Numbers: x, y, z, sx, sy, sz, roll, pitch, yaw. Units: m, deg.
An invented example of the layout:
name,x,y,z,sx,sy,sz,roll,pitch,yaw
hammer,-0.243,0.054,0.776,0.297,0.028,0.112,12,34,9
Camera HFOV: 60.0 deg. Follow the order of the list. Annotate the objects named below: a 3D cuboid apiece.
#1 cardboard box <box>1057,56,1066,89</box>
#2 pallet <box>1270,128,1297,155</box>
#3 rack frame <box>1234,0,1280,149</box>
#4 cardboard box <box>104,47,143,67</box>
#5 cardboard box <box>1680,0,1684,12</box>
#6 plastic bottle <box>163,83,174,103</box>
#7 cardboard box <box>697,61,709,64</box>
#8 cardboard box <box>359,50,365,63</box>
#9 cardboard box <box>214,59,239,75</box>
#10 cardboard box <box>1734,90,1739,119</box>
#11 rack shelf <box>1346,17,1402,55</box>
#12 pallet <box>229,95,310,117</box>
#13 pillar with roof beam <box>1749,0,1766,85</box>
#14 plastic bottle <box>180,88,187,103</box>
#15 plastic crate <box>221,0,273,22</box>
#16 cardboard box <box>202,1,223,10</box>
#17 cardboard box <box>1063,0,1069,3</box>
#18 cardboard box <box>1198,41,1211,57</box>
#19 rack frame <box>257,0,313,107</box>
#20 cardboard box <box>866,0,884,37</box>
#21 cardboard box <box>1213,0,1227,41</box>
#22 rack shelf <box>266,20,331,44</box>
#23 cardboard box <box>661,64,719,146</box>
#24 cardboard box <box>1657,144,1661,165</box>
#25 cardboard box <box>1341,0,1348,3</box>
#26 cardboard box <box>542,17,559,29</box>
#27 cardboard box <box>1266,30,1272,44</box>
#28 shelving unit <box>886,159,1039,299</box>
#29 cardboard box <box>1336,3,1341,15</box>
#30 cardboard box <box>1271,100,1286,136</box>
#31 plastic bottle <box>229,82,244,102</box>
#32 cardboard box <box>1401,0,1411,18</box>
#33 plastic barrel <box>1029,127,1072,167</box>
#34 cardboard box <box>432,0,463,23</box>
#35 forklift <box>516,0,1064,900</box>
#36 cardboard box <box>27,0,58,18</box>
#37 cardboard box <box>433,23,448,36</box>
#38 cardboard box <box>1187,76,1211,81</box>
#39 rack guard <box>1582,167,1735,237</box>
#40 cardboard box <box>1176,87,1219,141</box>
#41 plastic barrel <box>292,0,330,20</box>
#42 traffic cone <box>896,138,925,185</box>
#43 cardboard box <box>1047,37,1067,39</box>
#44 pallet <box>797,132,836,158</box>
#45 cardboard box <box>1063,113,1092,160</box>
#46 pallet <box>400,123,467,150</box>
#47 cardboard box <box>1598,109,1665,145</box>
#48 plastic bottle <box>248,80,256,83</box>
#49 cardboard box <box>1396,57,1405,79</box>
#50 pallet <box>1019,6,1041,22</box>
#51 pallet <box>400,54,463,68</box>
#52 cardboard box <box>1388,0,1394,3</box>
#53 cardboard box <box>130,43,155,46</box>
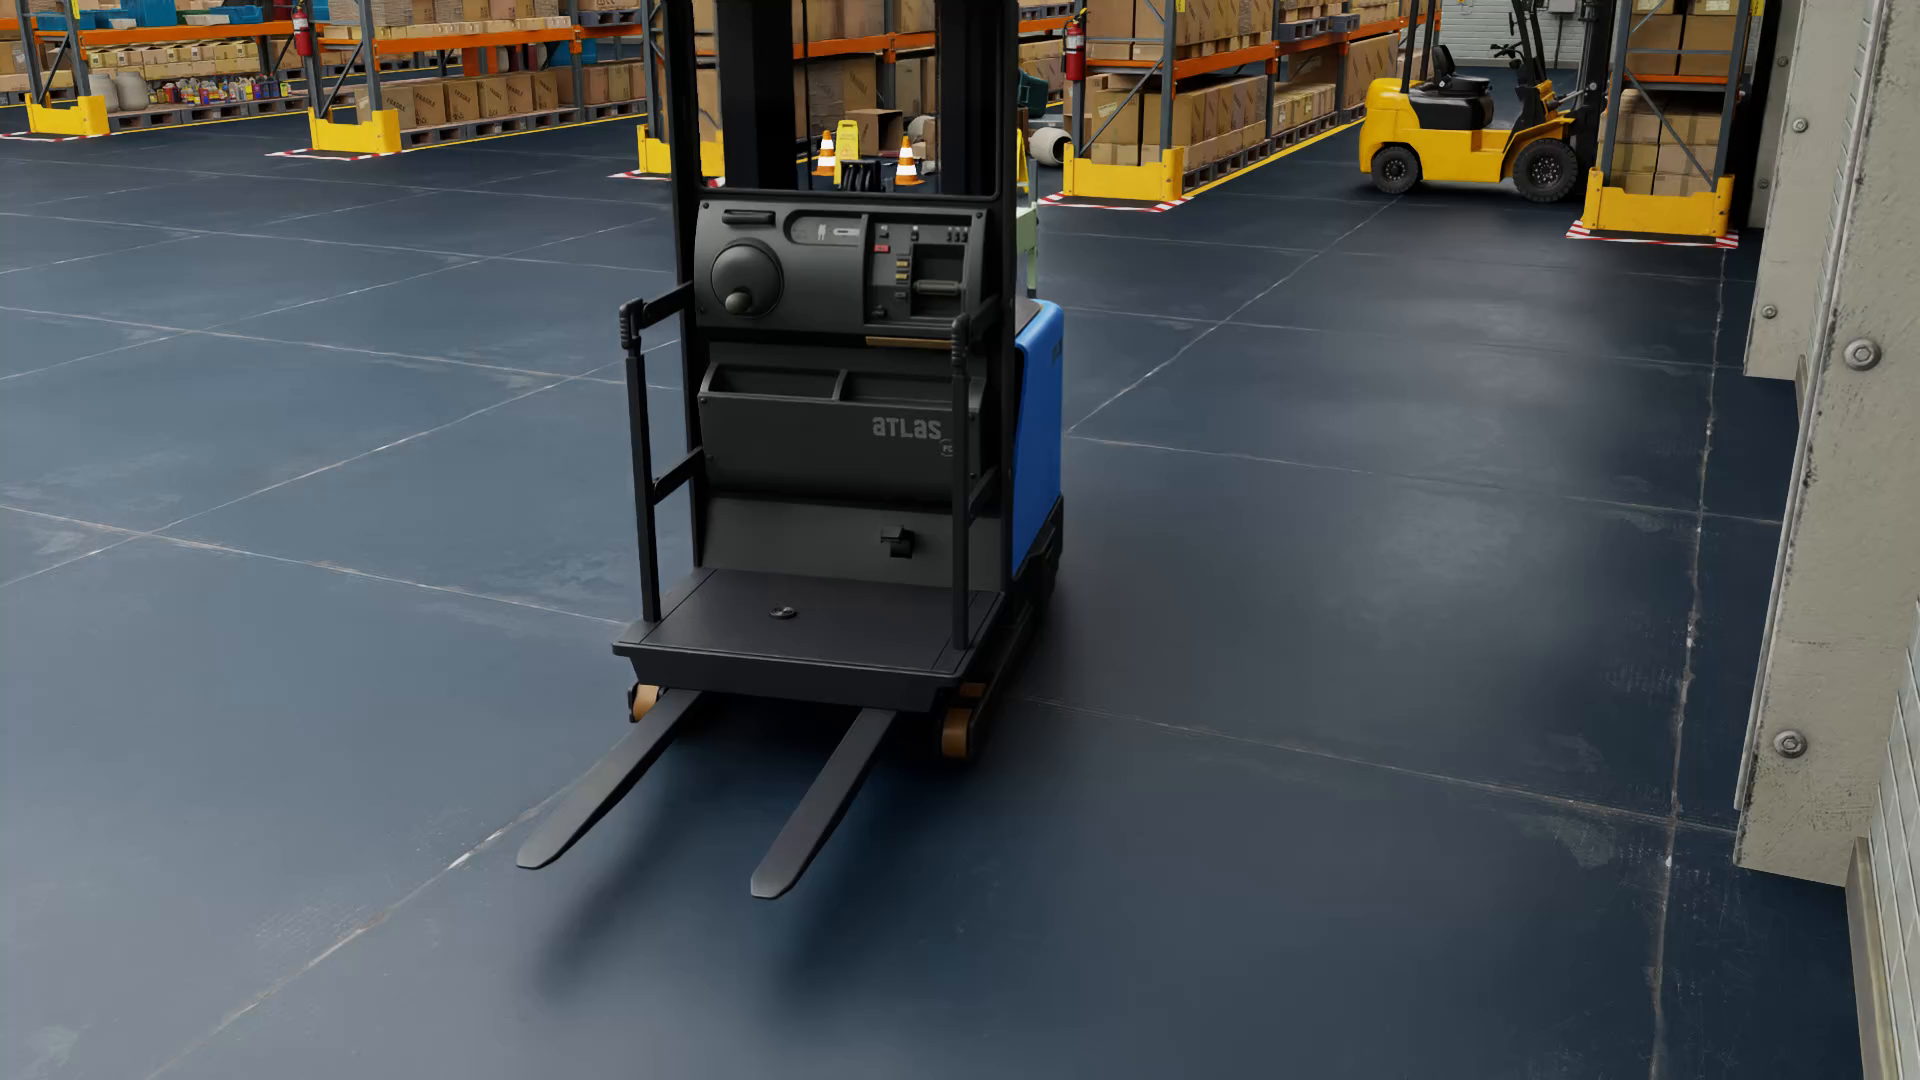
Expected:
name,x,y,z,sx,sy,sz,roll,pitch,yaw
cardboard box,1.448,-7.596,26.954,0.500,0.500,0.500,8,21,22
pallet,3.545,-4.980,20.656,1.003,0.211,1.213,9,21,23
rack frame,3.227,-6.055,19.519,1.000,3.000,0.127,9,21,23
cardboard box,-14.244,-8.187,28.152,0.500,0.311,0.500,8,21,22
cardboard box,6.357,-4.877,15.089,0.380,0.149,0.250,8,21,22
plastic bottle,-11.490,-6.491,24.152,0.152,0.276,0.135,9,21,23
cardboard box,-4.432,-7.460,26.543,0.700,0.500,0.500,7,21,20
cardboard box,-11.930,-9.757,33.003,0.500,0.500,0.500,9,21,23
cardboard box,-13.413,-8.548,30.006,0.500,0.250,0.500,8,21,22
cardboard box,10.042,-5.856,22.063,0.500,0.500,0.500,9,21,23
rack shelf,5.684,-7.551,24.797,1.077,0.370,4.000,9,21,23
pallet,-10.645,-6.581,25.160,1.003,0.211,1.213,9,21,23
pillar with roof beam,10.670,-13.162,30.548,9.100,9.000,0.400,9,21,23
plastic bottle,-11.312,-6.487,24.252,0.097,0.201,0.097,0,20,0
plastic crate,-10.663,-7.923,24.863,0.767,0.338,0.504,9,21,23
cardboard box,-13.328,-9.567,29.769,0.380,0.149,0.250,9,21,23
cardboard box,1.543,-8.762,26.879,0.380,0.149,0.250,8,21,20
cardboard box,2.336,-5.010,16.955,0.380,0.149,0.250,9,21,24
rack frame,-10.332,-8.095,25.254,1.000,3.000,0.127,9,21,23
cardboard box,-1.470,-6.660,20.995,0.875,0.550,0.550,9,21,23
cardboard box,2.453,-5.441,17.200,0.500,0.500,0.500,8,21,22
rack shelf,-9.513,-8.367,27.094,1.077,0.370,4.000,9,21,23
cardboard box,-2.751,-4.894,18.798,0.875,0.875,0.875,9,21,23
cardboard box,6.249,-3.634,15.442,0.500,0.250,0.500,8,21,22
cardboard box,4.933,-7.486,22.323,0.500,0.500,0.500,8,21,21
cardboard box,-5.745,-7.116,22.876,0.380,0.149,0.250,9,21,23
cardboard box,3.374,-5.797,19.168,0.380,0.149,0.250,8,21,22
shelving unit,0.021,-0.797,6.970,0.431,1.500,0.755,6,21,17
cardboard box,4.840,-7.050,22.065,0.380,0.149,0.250,8,21,22
cardboard box,3.440,-5.176,20.341,0.950,0.372,0.625,9,21,23
plastic bottle,-10.614,-6.576,24.391,0.152,0.276,0.135,9,21,24
cardboard box,6.934,-8.656,26.682,0.500,0.500,0.500,9,22,24
plastic barrel,1.054,-4.458,18.872,0.421,0.421,0.512,-9,22,-24
cardboard box,-6.862,-6.860,21.189,0.875,0.500,0.500,9,21,23
forklift,-0.422,-0.844,4.969,1.130,2.935,3.031,4,20,12
cardboard box,-15.026,-8.686,26.768,0.700,0.500,0.500,8,21,21
cardboard box,-6.689,-6.431,20.951,0.380,0.149,0.250,9,21,23
cardboard box,2.531,-5.003,18.916,0.500,0.500,0.500,9,22,25
rack guard,6.109,-2.968,14.567,1.175,0.500,0.348,9,21,23
cardboard box,2.391,-4.465,17.404,0.500,0.500,0.500,8,21,21
plastic barrel,-9.898,-8.408,25.385,0.600,0.901,0.708,9,21,23
traffic cone,-0.563,-3.994,17.510,0.336,0.463,0.334,9,21,23
cardboard box,1.649,-8.105,27.267,0.500,0.250,0.500,10,22,25
pallet,-2.211,-4.794,20.134,1.003,0.211,1.213,9,21,23
cardboard box,1.547,-4.738,19.542,0.500,0.500,0.500,-9,22,-24
pallet,-7.056,-5.145,21.122,1.003,0.211,1.213,9,21,23
cardboard box,6.023,-3.710,14.908,0.500,0.250,0.500,9,22,25
plastic bottle,-10.557,-6.736,24.842,0.152,0.276,0.135,9,21,23
cardboard box,6.858,-7.669,27.253,0.875,0.438,0.875,8,21,22
pallet,0.502,-8.069,25.466,1.213,0.211,1.003,9,21,23
pallet,-11.292,-10.117,35.102,1.003,0.211,1.213,9,21,23
cardboard box,6.347,-8.344,25.432,0.500,0.250,0.500,9,22,24
cardboard box,-14.323,-8.571,29.232,0.500,0.311,0.500,8,21,22
